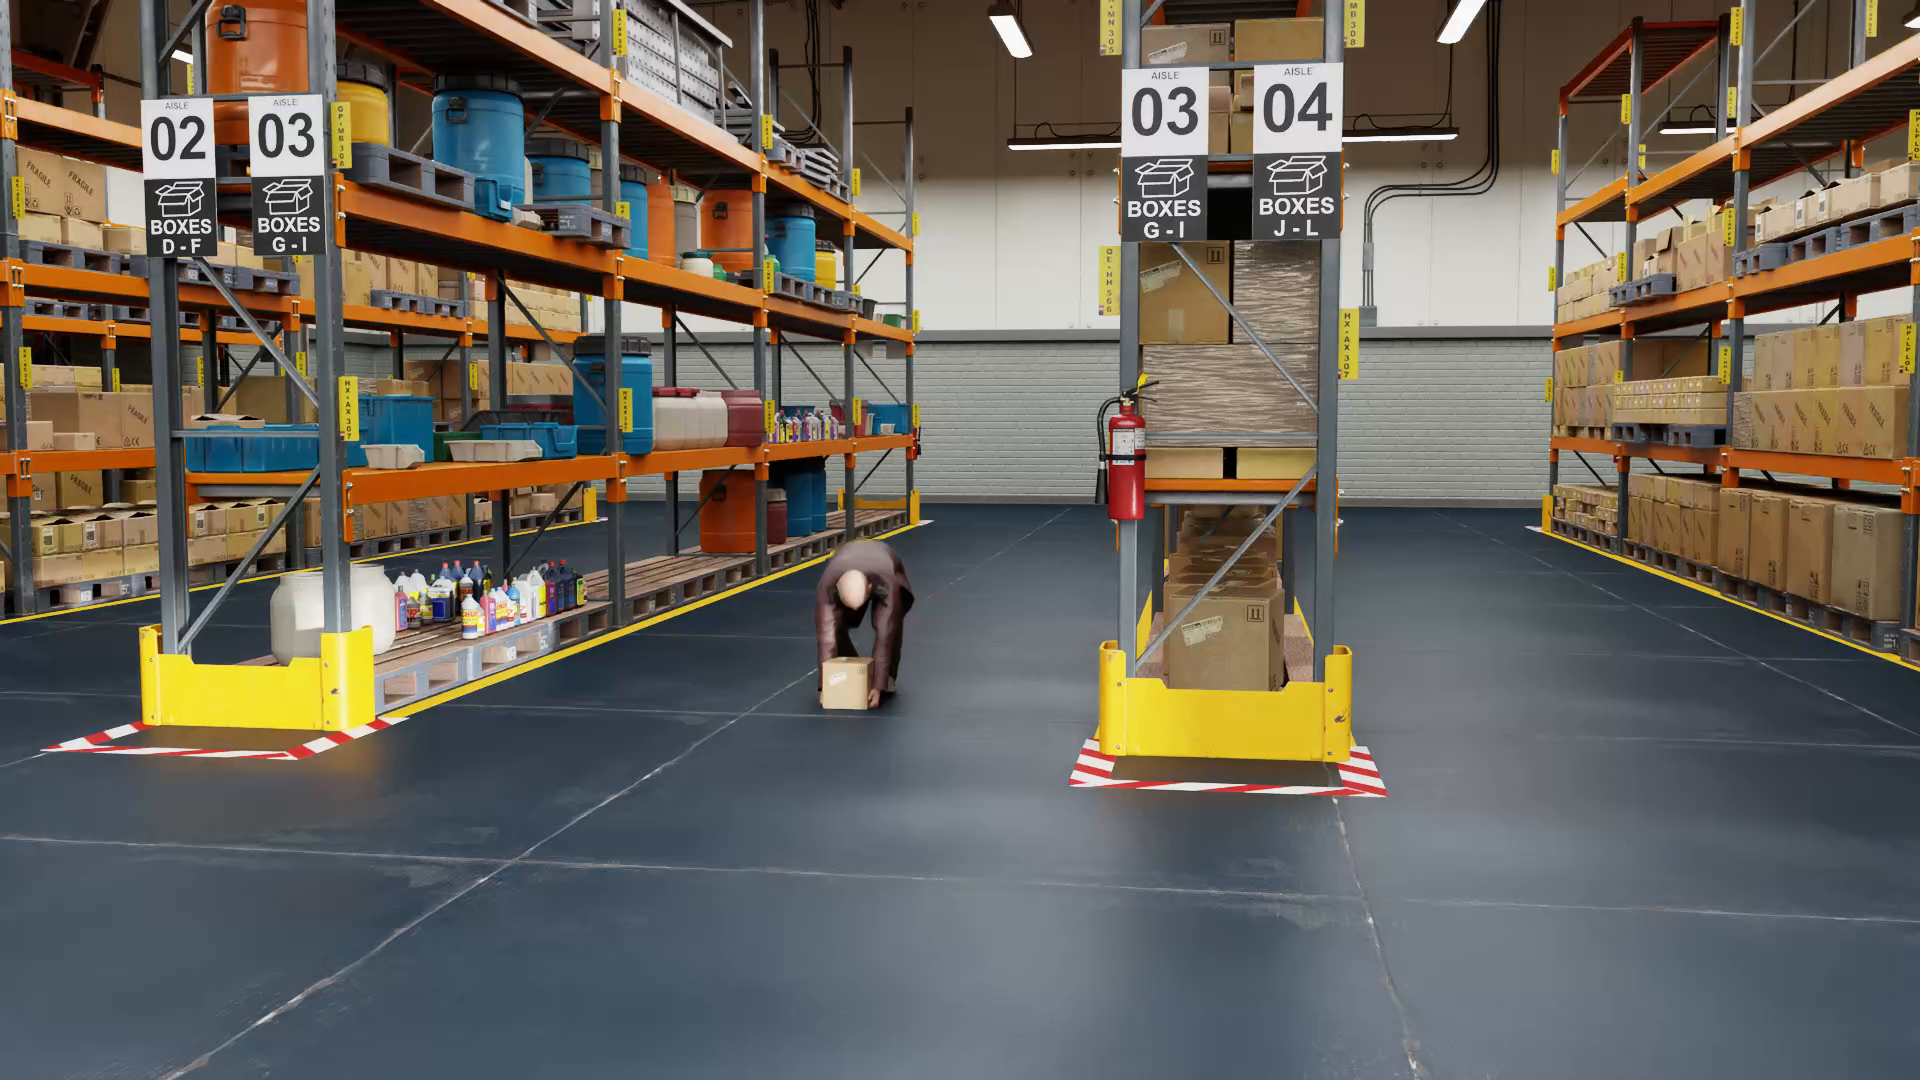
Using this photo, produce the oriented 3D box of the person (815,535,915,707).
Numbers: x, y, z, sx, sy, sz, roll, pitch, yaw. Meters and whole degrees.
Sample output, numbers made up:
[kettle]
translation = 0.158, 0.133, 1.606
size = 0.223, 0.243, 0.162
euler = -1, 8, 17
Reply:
[person]
translation = -0.564, 0.445, 9.544
size = 0.587, 0.920, 0.951
euler = 0, 4, 6
